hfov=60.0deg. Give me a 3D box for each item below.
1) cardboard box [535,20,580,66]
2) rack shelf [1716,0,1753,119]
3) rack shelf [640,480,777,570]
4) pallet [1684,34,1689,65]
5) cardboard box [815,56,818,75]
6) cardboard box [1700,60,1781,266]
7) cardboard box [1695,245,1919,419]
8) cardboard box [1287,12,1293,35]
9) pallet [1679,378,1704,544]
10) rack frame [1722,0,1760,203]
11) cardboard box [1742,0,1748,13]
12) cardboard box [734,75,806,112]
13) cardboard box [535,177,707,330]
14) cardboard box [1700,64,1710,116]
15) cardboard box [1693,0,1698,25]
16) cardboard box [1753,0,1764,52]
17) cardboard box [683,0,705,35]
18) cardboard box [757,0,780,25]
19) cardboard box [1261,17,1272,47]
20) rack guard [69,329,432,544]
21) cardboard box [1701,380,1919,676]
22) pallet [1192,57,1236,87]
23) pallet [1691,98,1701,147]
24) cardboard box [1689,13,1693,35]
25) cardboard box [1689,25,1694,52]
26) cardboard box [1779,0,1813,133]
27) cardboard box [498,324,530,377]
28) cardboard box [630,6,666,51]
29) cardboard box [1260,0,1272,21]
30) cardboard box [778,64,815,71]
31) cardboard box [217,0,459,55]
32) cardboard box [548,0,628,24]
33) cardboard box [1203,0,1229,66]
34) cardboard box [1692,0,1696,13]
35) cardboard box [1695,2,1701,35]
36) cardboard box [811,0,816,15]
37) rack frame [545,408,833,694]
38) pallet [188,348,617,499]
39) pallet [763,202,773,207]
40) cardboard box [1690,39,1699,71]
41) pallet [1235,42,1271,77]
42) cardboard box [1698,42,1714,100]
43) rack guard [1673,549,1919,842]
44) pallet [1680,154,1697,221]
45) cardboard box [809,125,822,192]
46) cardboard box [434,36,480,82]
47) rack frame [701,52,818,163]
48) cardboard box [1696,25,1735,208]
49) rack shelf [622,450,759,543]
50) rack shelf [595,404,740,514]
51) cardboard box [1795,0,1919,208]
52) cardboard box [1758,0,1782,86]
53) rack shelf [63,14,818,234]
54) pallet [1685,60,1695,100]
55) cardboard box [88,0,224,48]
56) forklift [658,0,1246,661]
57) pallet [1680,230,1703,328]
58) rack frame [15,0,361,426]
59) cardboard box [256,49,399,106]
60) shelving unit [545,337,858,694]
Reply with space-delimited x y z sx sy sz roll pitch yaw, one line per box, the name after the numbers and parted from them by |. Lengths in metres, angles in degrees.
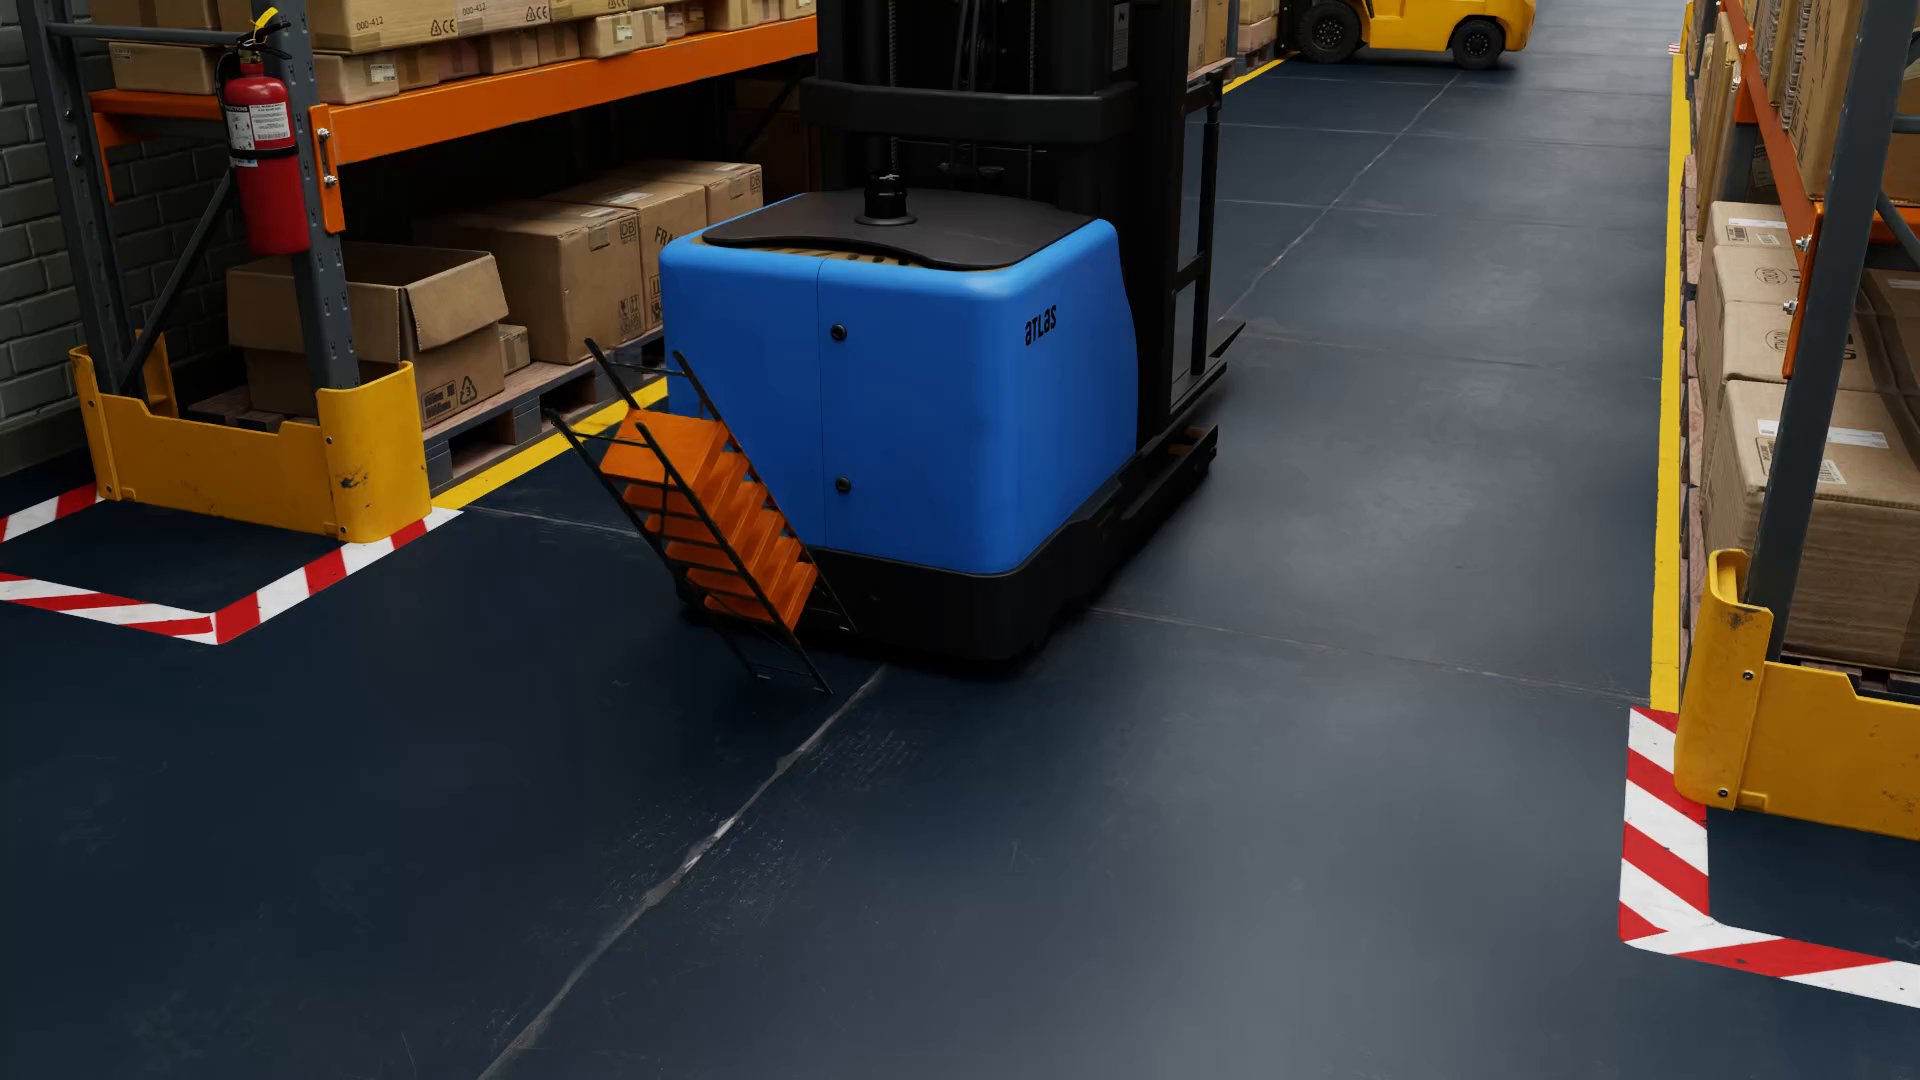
-1.615 -1.819 6.040 0.380 0.149 0.250 9 24 21 | cardboard box
4.486 -2.589 8.489 1.077 0.370 4.000 9 24 20 | rack shelf
-0.578 -0.053 3.827 0.258 0.103 0.180 10 62 23 | rack shelf
7.838 -4.900 16.706 1.003 0.211 1.213 9 24 20 | pallet
-0.543 -2.490 8.791 0.380 0.149 0.250 8 24 19 | cardboard box
3.899 -1.652 7.524 0.875 0.875 0.875 10 25 22 | cardboard box
3.078 -0.687 5.782 0.875 0.438 0.875 8 24 18 | cardboard box
3.150 -5.377 17.253 0.500 0.250 0.500 10 25 22 | cardboard box
2.936 -0.219 5.501 1.003 0.211 1.213 9 24 20 | pallet
3.743 -2.205 6.637 1.000 3.000 0.127 9 24 20 | rack frame
3.866 -2.514 7.573 0.500 0.250 0.500 8 24 19 | cardboard box
-0.998 -2.427 9.025 0.380 0.149 0.250 8 24 18 | cardboard box
-1.395 -1.204 6.938 0.500 0.500 0.500 9 24 21 | cardboard box
5.715 -3.084 11.605 0.950 0.372 0.625 8 24 19 | cardboard box
7.252 -5.147 15.729 0.500 0.500 0.500 9 24 21 | cardboard box
3.326 -2.121 6.306 0.500 0.500 0.500 10 25 22 | cardboard box
-1.292 -2.194 6.936 0.380 0.149 0.250 9 24 21 | cardboard box
-1.024 -2.365 7.347 0.380 0.149 0.250 9 24 21 | cardboard box
2.766 -5.012 16.379 0.500 0.250 0.500 8 24 19 | cardboard box
-2.324 -0.357 5.455 1.175 0.500 0.348 9 24 20 | rack guard
2.410 -0.036 4.223 0.875 0.438 0.875 8 24 18 | cardboard box
1.867 -4.221 15.082 1.003 0.211 1.213 9 24 20 | pallet
5.975 -3.064 12.312 1.003 0.211 1.213 9 24 20 | pallet
7.644 -5.175 16.770 0.500 0.250 0.500 9 24 20 | cardboard box
7.257 -4.797 15.864 0.500 0.250 0.500 11 25 24 | cardboard box
2.573 -1.393 4.564 0.500 0.500 0.500 10 24 22 | cardboard box
-1.843 -0.713 6.219 0.380 0.149 0.250 8 24 18 | cardboard box
-1.372 -1.996 6.464 0.380 0.149 0.250 9 24 21 | cardboard box
2.756 -5.242 16.282 0.500 0.250 0.500 9 24 20 | cardboard box
-0.823 -2.610 9.464 0.380 0.149 0.250 9 24 21 | cardboard box
-1.934 -1.675 5.176 0.500 0.250 0.500 9 24 20 | cardboard box
-1.562 -2.037 6.044 0.500 0.250 0.500 8 24 19 | cardboard box
1.921 -4.687 15.115 0.875 0.625 0.625 10 25 22 | cardboard box
7.636 -5.513 16.605 0.500 0.500 0.500 8 24 18 | cardboard box
6.873 -4.771 14.831 0.500 0.500 0.500 9 24 21 | cardboard box
-0.827 -2.552 7.793 0.380 0.149 0.250 9 24 21 | cardboard box
-0.589 0.063 3.849 0.240 1.200 0.006 10 62 23 | rack frame
-2.029 -0.509 6.194 1.003 0.211 1.213 9 24 20 | pallet
-0.600 -1.924 9.582 1.003 0.211 1.213 9 24 20 | pallet
6.685 -4.243 14.538 0.500 0.250 0.500 10 25 22 | cardboard box
2.439 -4.769 16.393 1.003 0.211 1.213 9 24 20 | pallet
6.258 -3.603 12.849 0.950 0.372 0.625 10 25 23 | cardboard box
2.248 0.388 3.671 1.175 0.500 0.348 9 24 20 | rack guard
4.866 -2.078 9.952 1.003 0.211 1.213 9 24 20 | pallet
-0.478 -2.096 9.073 0.500 0.500 0.500 10 25 22 | cardboard box
-1.859 -1.642 5.615 0.380 0.149 0.250 8 24 19 | cardboard box
-0.867 -2.914 8.335 1.000 3.000 0.127 9 24 20 | rack frame
4.560 -2.296 9.067 0.875 0.875 0.875 9 24 21 | cardboard box
-0.608 -0.116 3.729 0.258 0.103 0.180 10 62 23 | rack shelf
-0.639 -0.178 3.631 0.258 0.103 0.180 10 62 23 | rack shelf
2.191 -1.030 3.695 0.500 0.500 0.500 9 24 20 | cardboard box
2.944 -1.764 5.452 0.500 0.500 0.500 9 24 20 | cardboard box
-1.610 -1.867 6.760 1.077 0.370 4.000 9 24 20 | rack shelf
6.931 -4.027 14.616 1.003 0.211 1.213 9 24 20 | pallet
-2.428 -1.754 5.365 0.500 0.250 0.500 10 24 22 | cardboard box
0.253 -1.574 5.215 1.130 2.935 3.031 10 25 22 | forklift
3.960 -1.205 7.861 1.003 0.211 1.213 9 24 20 | pallet
-2.353 -1.483 4.908 1.000 3.000 0.127 9 24 20 | rack frame
-1.976 -1.445 5.144 0.380 0.149 0.250 9 24 20 | cardboard box
-0.559 -0.014 3.888 0.258 1.200 0.189 10 62 23 | shelving unit
